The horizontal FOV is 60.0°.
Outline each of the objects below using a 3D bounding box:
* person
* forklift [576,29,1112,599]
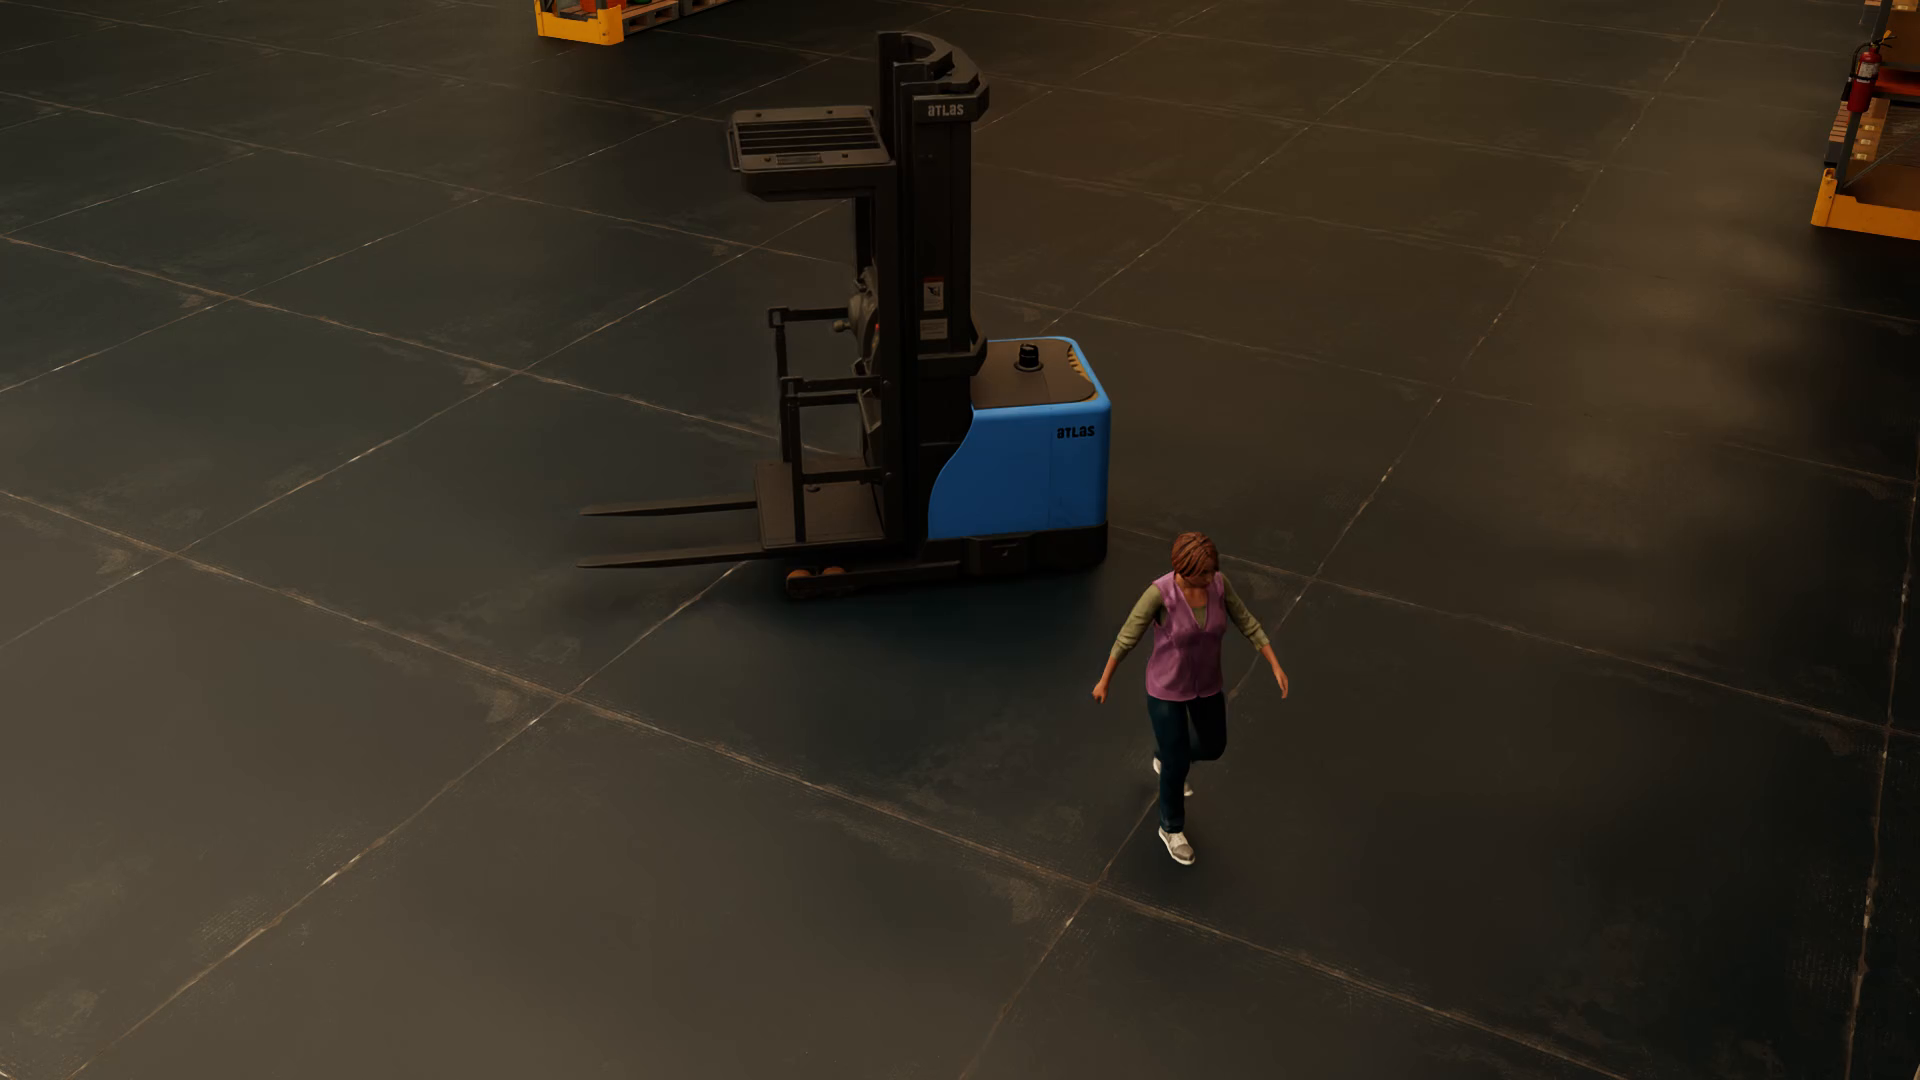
[{"bbox_3d":[0.977,0.651,7.305,0.722,1.581,0.628,-13,32,-21],"label":"person"},{"bbox_3d":[-0.708,-1.218,9.182,3.031,2.935,1.130,-5,30,-8],"label":"forklift"}]
